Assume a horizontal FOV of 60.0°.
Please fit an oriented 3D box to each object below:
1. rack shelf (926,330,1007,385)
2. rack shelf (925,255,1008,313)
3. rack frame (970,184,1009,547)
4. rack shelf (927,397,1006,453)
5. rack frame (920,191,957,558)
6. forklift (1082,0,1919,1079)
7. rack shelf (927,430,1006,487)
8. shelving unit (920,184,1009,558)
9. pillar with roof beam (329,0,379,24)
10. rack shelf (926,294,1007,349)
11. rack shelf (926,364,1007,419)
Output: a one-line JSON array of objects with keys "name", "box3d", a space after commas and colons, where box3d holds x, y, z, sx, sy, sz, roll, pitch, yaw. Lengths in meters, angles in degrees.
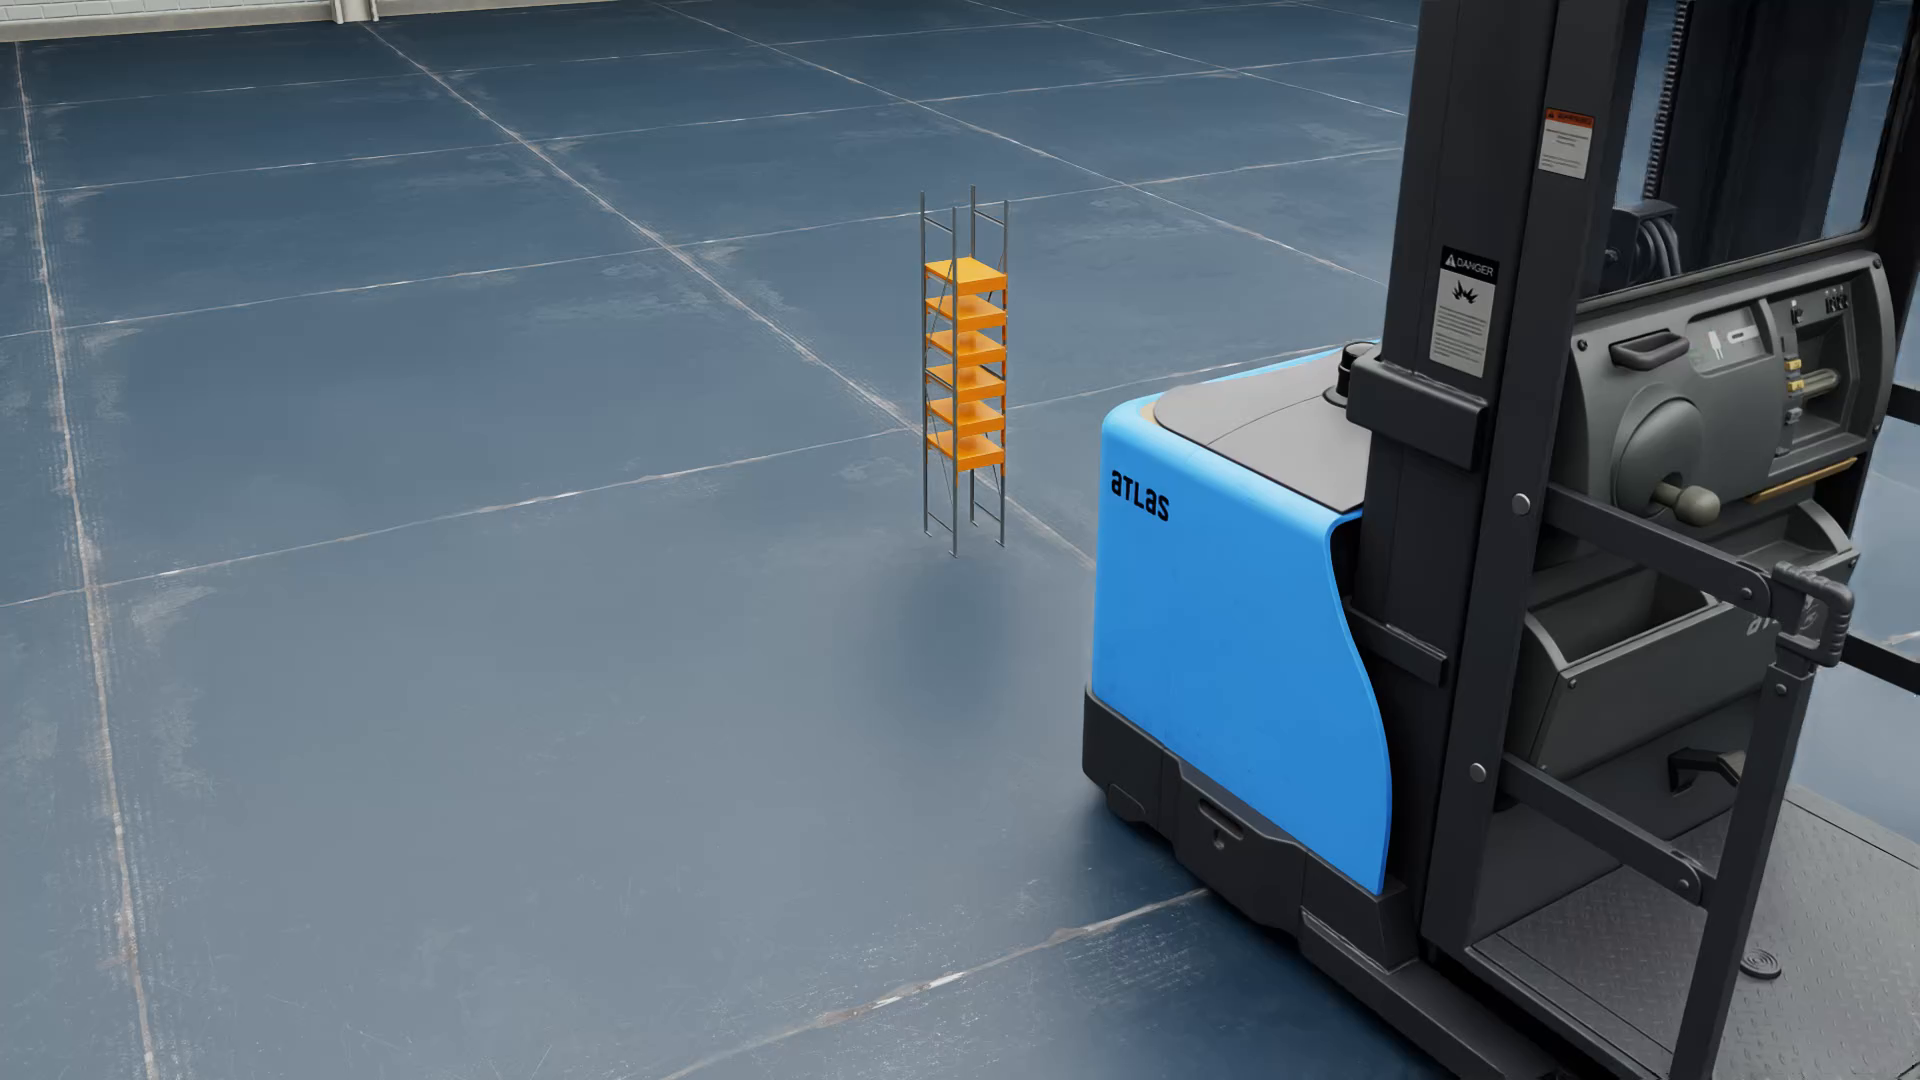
[{"name": "rack shelf", "box3d": [0.013, -0.612, 5.464, 0.180, 0.103, 0.258, -13, 29, -25]}, {"name": "rack shelf", "box3d": [0.013, -0.828, 5.360, 0.180, 0.103, 0.258, -13, 29, -25]}, {"name": "rack frame", "box3d": [0.093, -0.562, 5.535, 0.006, 1.200, 0.240, -13, 29, -25]}, {"name": "rack shelf", "box3d": [0.013, -0.396, 5.568, 0.180, 0.103, 0.258, -13, 29, -25]}, {"name": "rack frame", "box3d": [-0.068, -0.525, 5.458, 0.006, 1.200, 0.240, -13, 29, -25]}, {"name": "forklift", "box3d": [1.548, -0.253, 2.890, 1.130, 2.935, 3.031, -16, 30, -30]}, {"name": "rack shelf", "box3d": [0.013, -0.287, 5.620, 0.180, 0.103, 0.258, -13, 29, -25]}, {"name": "shelving unit", "box3d": [0.013, -0.544, 5.496, 0.189, 1.200, 0.258, -13, 29, -25]}, {"name": "pillar with roof beam", "box3d": [-3.966, -7.568, 11.115, 0.400, 9.000, 9.100, -13, 29, -25]}, {"name": "rack shelf", "box3d": [0.013, -0.720, 5.412, 0.180, 0.103, 0.258, -13, 29, -25]}, {"name": "rack shelf", "box3d": [0.013, -0.504, 5.516, 0.180, 0.103, 0.258, -13, 29, -25]}]
